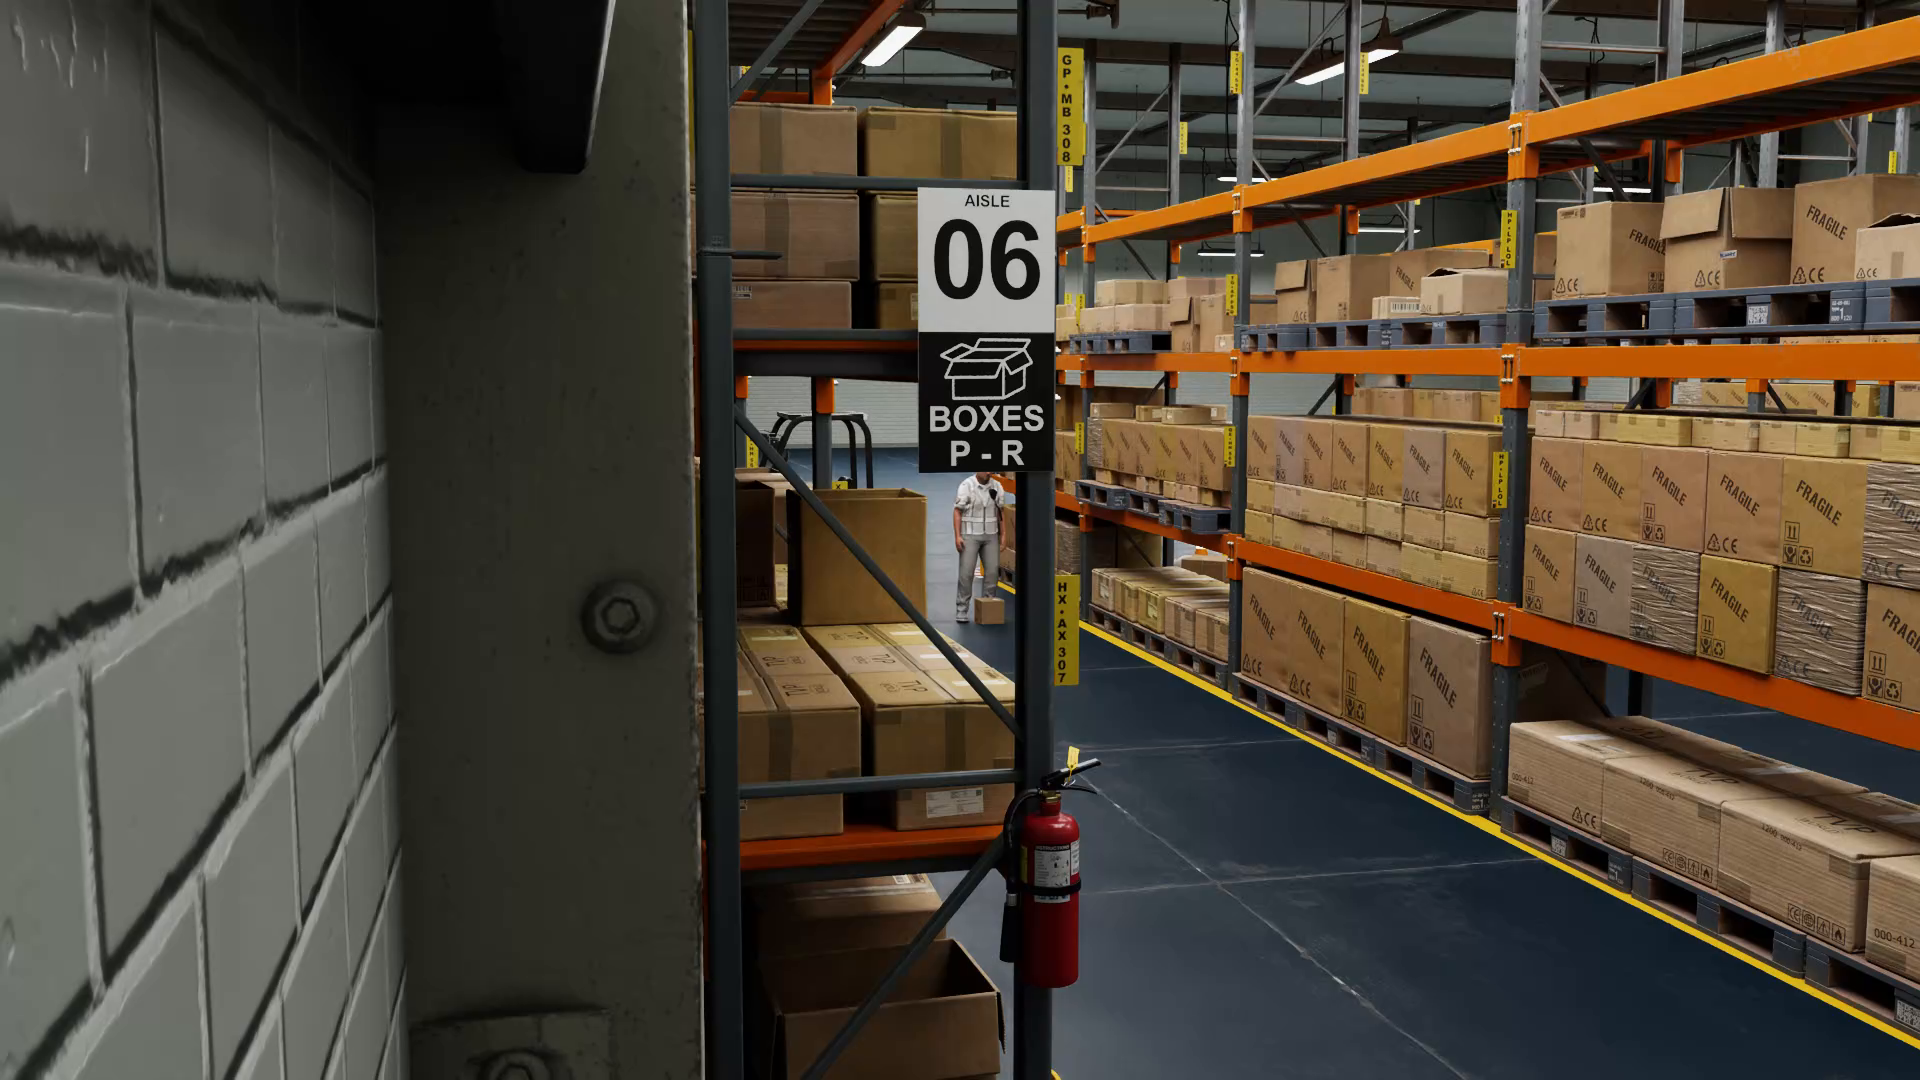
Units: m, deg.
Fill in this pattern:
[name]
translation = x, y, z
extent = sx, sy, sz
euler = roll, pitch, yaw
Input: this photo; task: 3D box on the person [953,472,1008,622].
[person]
translation = 0.205, -0.029, 17.645
extent = 0.604, 1.750, 0.428
euler = -2, 6, -20
